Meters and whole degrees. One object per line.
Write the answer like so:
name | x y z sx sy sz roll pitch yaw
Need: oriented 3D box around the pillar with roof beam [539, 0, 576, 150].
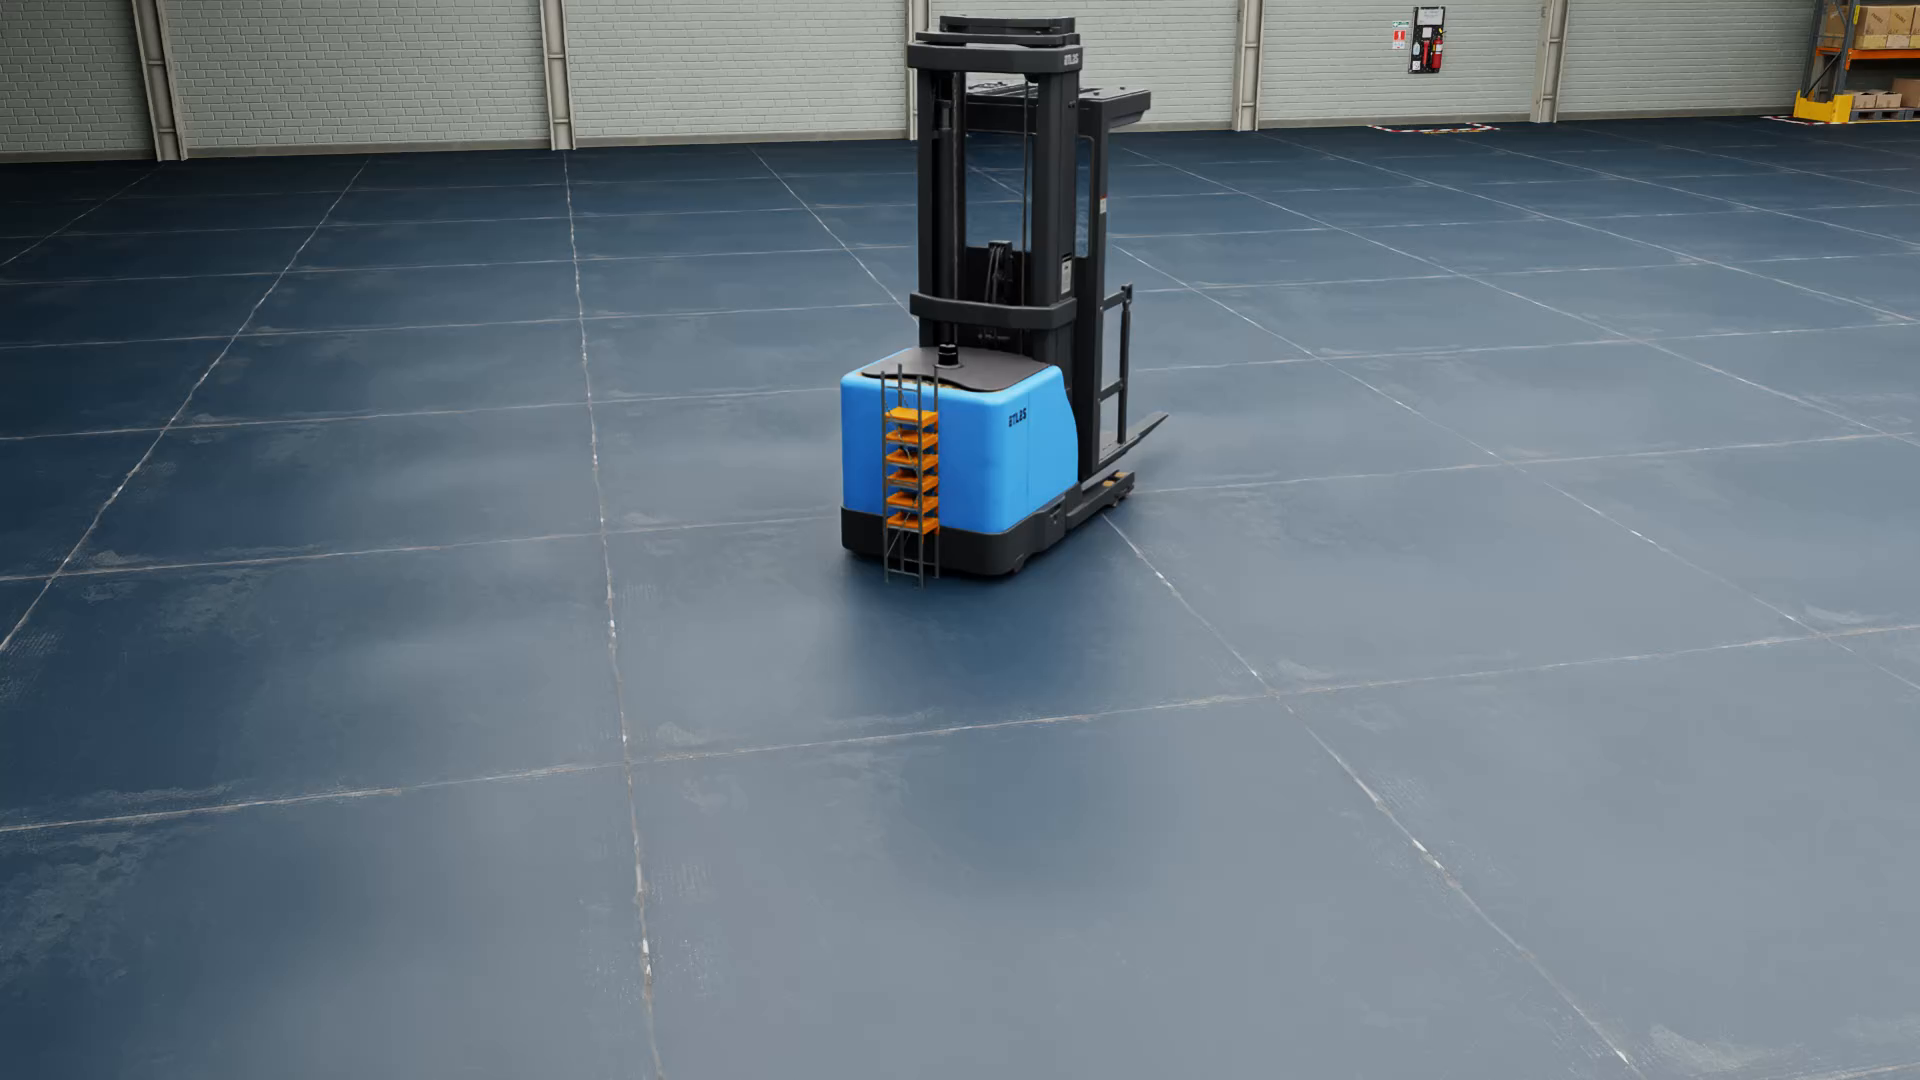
pillar with roof beam | -5.550 -9.244 21.968 0.400 9.000 9.100 -5 21 -12

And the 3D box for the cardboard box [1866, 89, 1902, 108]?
cardboard box | 17.582 -8.437 31.755 0.500 0.311 0.500 -3 20 -8

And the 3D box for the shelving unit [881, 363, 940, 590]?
shelving unit | -0.267 -0.336 8.988 0.258 1.200 0.189 10 22 26

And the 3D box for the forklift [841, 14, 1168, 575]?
forklift | 0.453 -1.646 10.047 1.130 2.935 3.031 10 22 26

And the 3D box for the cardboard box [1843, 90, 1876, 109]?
cardboard box | 17.027 -8.392 31.631 0.500 0.311 0.500 -7 21 -19

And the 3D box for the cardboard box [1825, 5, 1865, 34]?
cardboard box | 16.743 -9.822 31.367 0.500 0.500 0.500 -5 21 -13

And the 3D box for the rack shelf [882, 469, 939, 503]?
rack shelf | -0.267 -0.294 9.003 0.258 0.103 0.180 10 22 26

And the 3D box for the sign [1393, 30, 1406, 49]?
sign | 8.001 -9.118 30.292 0.234 0.329 0.001 -5 21 -12

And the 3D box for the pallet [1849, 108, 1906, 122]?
pallet | 17.206 -8.172 31.817 1.213 0.211 1.003 -5 21 -12

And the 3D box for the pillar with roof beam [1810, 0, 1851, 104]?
pillar with roof beam | 17.806 -11.144 27.153 0.400 9.000 9.100 -5 21 -12

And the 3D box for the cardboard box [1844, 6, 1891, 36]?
cardboard box | 16.867 -9.651 30.899 0.500 0.500 0.500 -5 21 -12

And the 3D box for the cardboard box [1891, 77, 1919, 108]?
cardboard box | 18.307 -8.567 31.835 0.500 0.500 0.700 -6 21 -16

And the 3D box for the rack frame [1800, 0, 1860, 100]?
rack frame | 16.333 -9.423 31.177 0.127 3.000 1.000 -5 21 -12

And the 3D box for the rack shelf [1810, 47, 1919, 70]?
rack shelf | 18.279 -9.243 31.733 4.000 0.370 1.077 -5 21 -12

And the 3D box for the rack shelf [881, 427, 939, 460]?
rack shelf | -0.267 -0.520 8.920 0.258 0.103 0.180 10 22 26

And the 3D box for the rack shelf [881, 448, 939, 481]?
rack shelf | -0.267 -0.407 8.962 0.258 0.103 0.180 10 22 26

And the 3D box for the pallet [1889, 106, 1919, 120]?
pallet | 18.391 -8.267 32.077 1.213 0.211 1.003 -5 21 -12

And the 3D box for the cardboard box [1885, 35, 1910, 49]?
cardboard box | 17.383 -9.340 31.140 0.500 0.250 0.500 -5 21 -14

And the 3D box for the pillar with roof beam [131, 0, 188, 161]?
pillar with roof beam | -11.389 -8.769 20.671 0.400 9.000 9.100 -5 21 -12

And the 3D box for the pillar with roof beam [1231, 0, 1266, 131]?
pillar with roof beam | 6.128 -10.194 24.560 0.400 9.000 9.100 -5 21 -12

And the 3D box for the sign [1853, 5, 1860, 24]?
sign | 16.458 -9.648 30.533 0.005 0.325 0.100 -5 21 -12

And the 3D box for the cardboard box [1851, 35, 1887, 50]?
cardboard box | 16.881 -9.294 31.015 0.500 0.250 0.500 -5 21 -14

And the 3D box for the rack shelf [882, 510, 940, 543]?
rack shelf | -0.267 -0.069 9.085 0.258 0.103 0.180 10 22 26

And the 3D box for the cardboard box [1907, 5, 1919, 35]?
cardboard box | 17.854 -9.726 31.103 0.500 0.500 0.500 -5 21 -14

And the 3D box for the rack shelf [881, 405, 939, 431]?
rack shelf | -0.267 -0.632 8.879 0.258 0.103 0.180 10 22 26

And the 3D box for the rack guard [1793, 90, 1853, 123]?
rack guard | 16.407 -8.255 31.624 0.348 0.500 1.175 -5 21 -12

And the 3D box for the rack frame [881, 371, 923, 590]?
rack frame | -0.309 -0.308 8.911 0.240 1.200 0.006 10 22 26

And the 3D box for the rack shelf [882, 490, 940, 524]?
rack shelf | -0.267 -0.182 9.044 0.258 0.103 0.180 10 22 26

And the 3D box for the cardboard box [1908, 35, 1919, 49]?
cardboard box | 17.880 -9.378 31.245 0.500 0.250 0.500 -5 21 -13

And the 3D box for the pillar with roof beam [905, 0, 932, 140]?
pillar with roof beam | 0.289 -9.719 23.264 0.400 9.000 9.100 -5 21 -12

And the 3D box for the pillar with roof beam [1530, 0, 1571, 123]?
pillar with roof beam | 11.967 -10.669 25.857 0.400 9.000 9.100 -5 21 -12

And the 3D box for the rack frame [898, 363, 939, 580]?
rack frame | -0.225 -0.364 9.064 0.240 1.200 0.006 10 22 26

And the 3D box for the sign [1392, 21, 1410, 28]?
sign | 8.007 -9.364 30.194 0.331 0.109 0.001 -5 21 -12

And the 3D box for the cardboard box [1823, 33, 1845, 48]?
cardboard box | 16.743 -9.464 31.478 0.500 0.250 0.500 -4 21 -12

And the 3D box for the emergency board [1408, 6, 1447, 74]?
emergency board | 8.562 -9.110 30.323 0.643 1.169 0.194 -5 21 -12

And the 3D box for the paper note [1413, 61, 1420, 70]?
paper note | 8.374 -8.706 30.500 0.142 0.148 0.016 -5 21 -12

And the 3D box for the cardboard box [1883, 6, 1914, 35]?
cardboard box | 17.350 -9.687 30.997 0.500 0.500 0.500 -5 21 -12

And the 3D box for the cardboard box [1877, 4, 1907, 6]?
cardboard box | 17.737 -9.901 31.582 0.500 0.500 0.500 -5 21 -14
